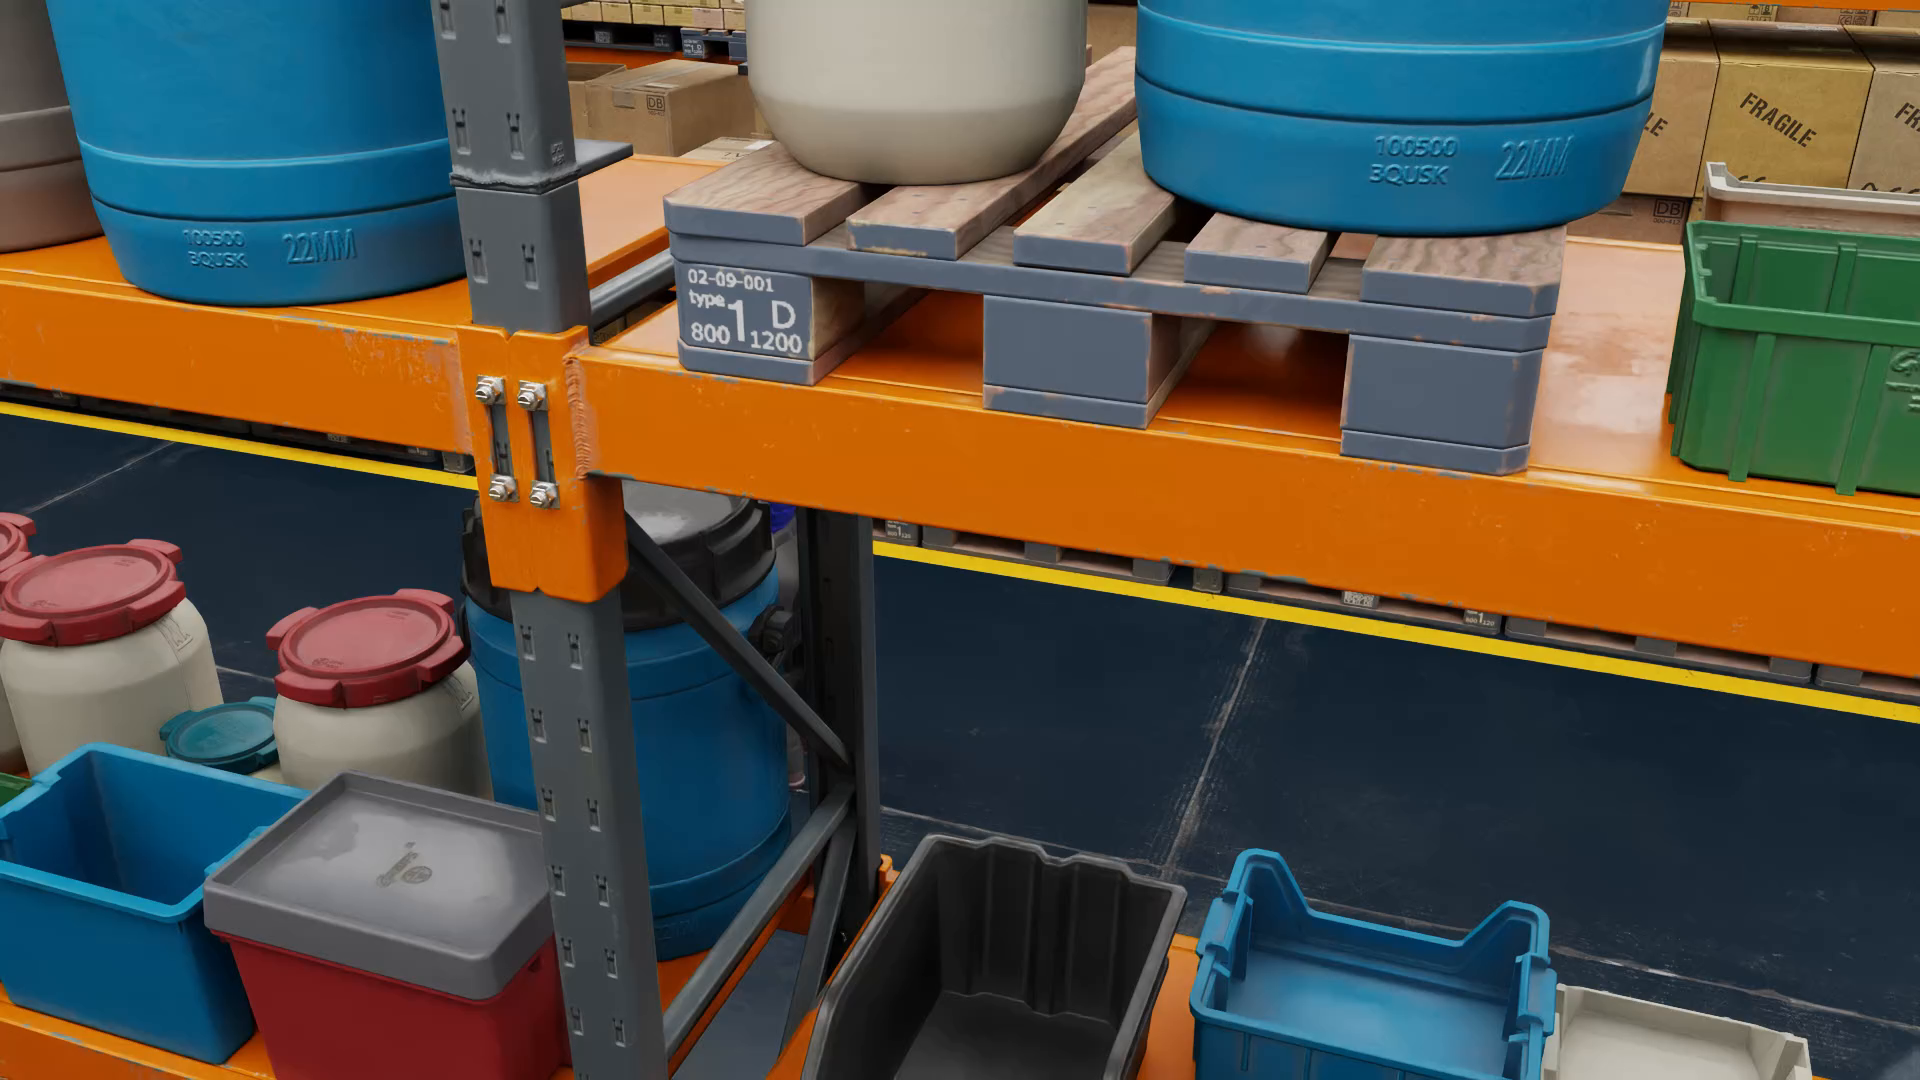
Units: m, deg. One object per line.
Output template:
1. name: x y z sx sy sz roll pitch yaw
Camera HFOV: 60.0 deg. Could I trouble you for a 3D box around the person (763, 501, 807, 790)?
1. person: -0.669 0.122 5.898 0.316 1.679 0.436 9 27 19
